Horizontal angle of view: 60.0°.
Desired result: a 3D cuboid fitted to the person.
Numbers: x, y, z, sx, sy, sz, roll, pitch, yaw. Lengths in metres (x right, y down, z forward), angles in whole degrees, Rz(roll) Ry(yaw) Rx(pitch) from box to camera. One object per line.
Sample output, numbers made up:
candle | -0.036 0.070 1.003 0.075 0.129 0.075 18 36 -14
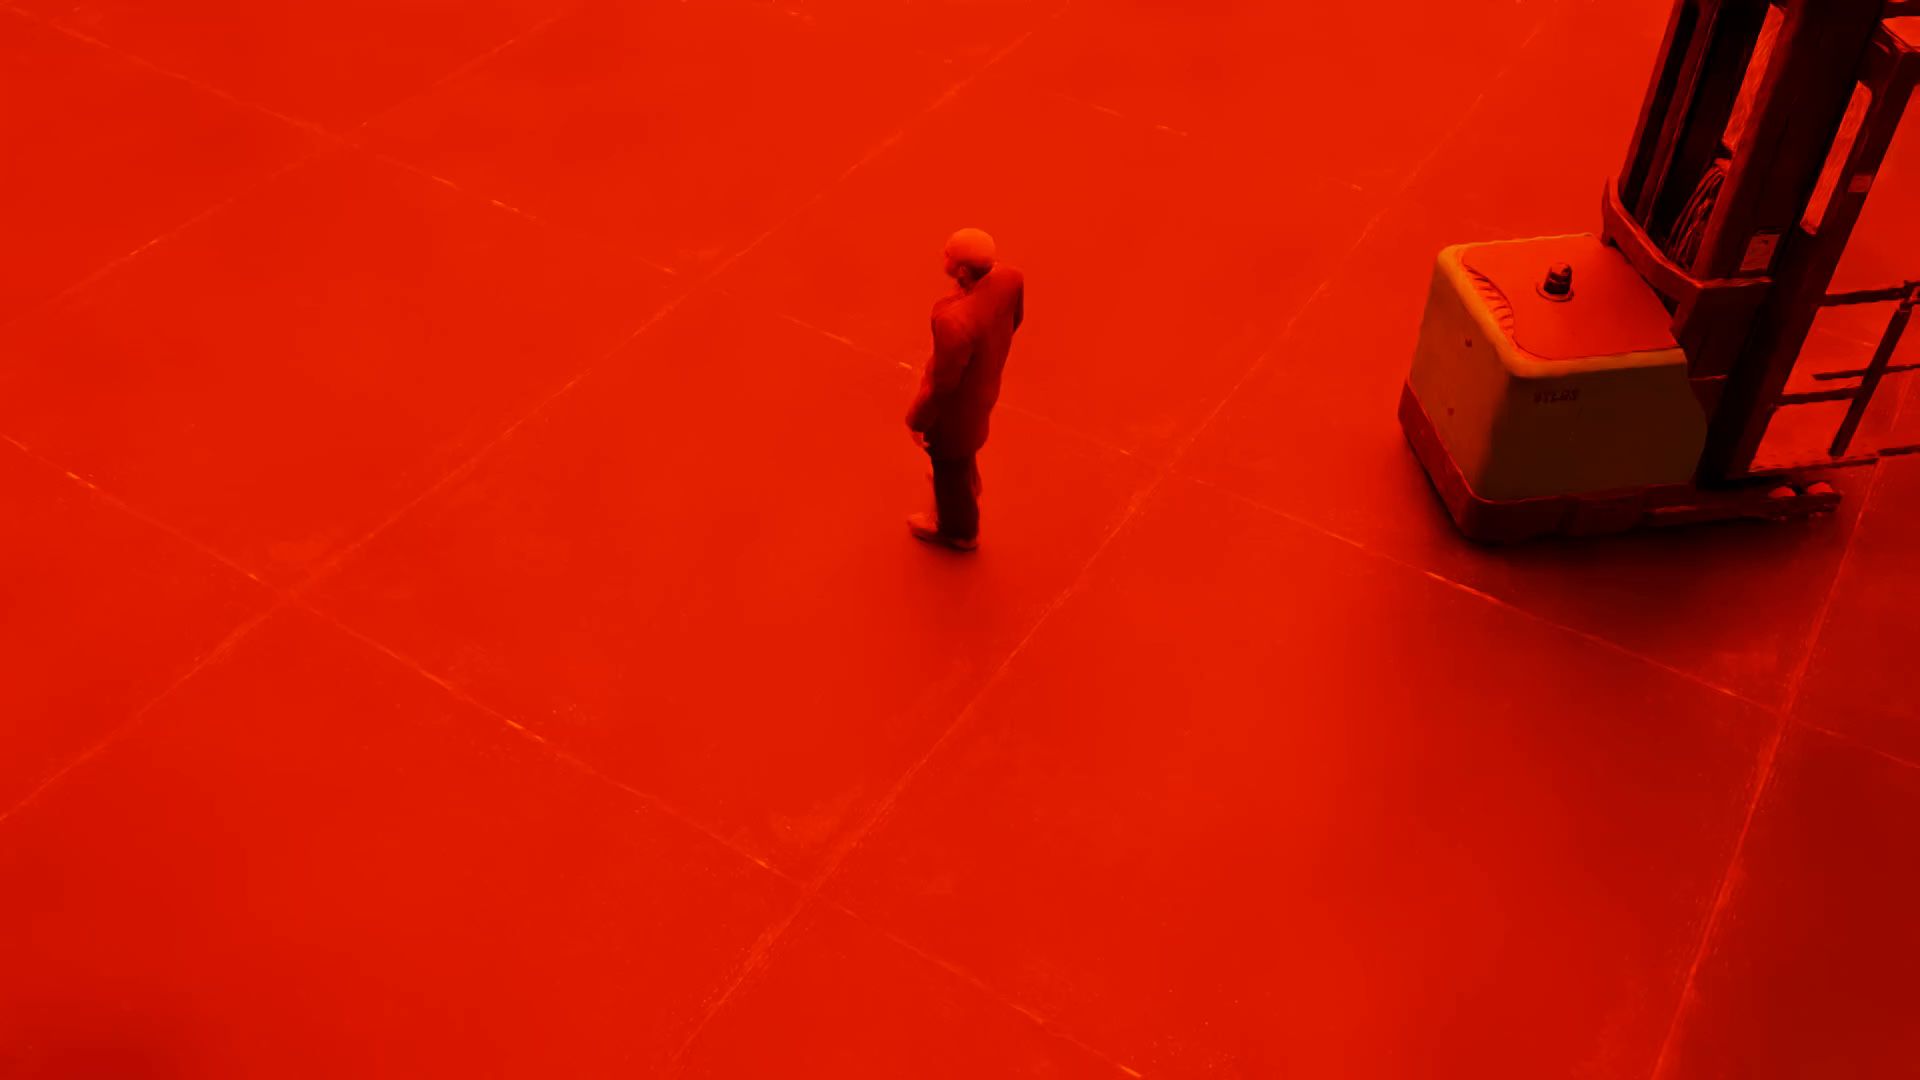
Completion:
person | -0.073 -0.687 7.399 0.586 1.775 0.694 24 48 23

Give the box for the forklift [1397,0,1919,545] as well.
forklift | 3.810 -1.513 7.444 3.031 2.935 1.130 -6 44 -6
